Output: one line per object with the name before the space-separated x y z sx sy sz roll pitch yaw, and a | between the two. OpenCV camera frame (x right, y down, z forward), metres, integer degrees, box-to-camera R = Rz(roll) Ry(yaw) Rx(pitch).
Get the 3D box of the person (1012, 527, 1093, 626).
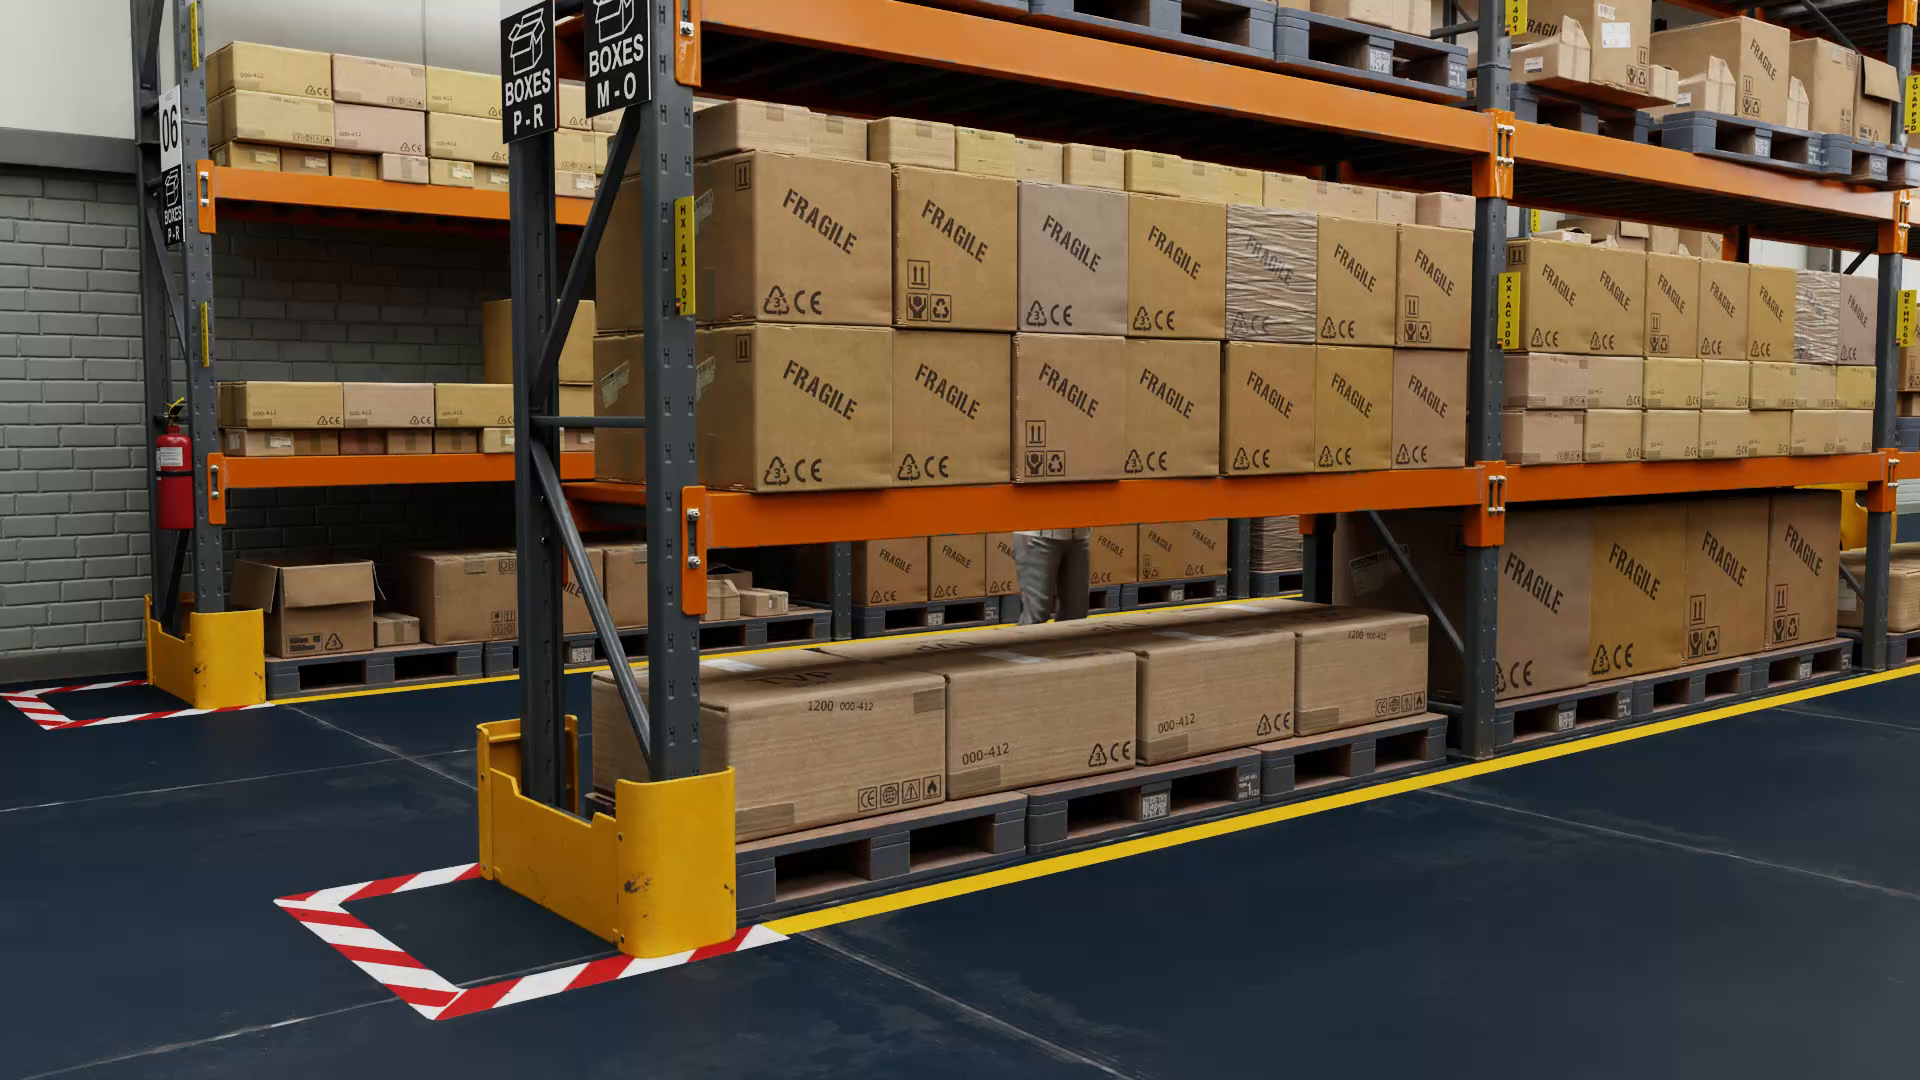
person | 0.523 0.023 9.065 0.470 1.666 0.390 -3 6 -38
